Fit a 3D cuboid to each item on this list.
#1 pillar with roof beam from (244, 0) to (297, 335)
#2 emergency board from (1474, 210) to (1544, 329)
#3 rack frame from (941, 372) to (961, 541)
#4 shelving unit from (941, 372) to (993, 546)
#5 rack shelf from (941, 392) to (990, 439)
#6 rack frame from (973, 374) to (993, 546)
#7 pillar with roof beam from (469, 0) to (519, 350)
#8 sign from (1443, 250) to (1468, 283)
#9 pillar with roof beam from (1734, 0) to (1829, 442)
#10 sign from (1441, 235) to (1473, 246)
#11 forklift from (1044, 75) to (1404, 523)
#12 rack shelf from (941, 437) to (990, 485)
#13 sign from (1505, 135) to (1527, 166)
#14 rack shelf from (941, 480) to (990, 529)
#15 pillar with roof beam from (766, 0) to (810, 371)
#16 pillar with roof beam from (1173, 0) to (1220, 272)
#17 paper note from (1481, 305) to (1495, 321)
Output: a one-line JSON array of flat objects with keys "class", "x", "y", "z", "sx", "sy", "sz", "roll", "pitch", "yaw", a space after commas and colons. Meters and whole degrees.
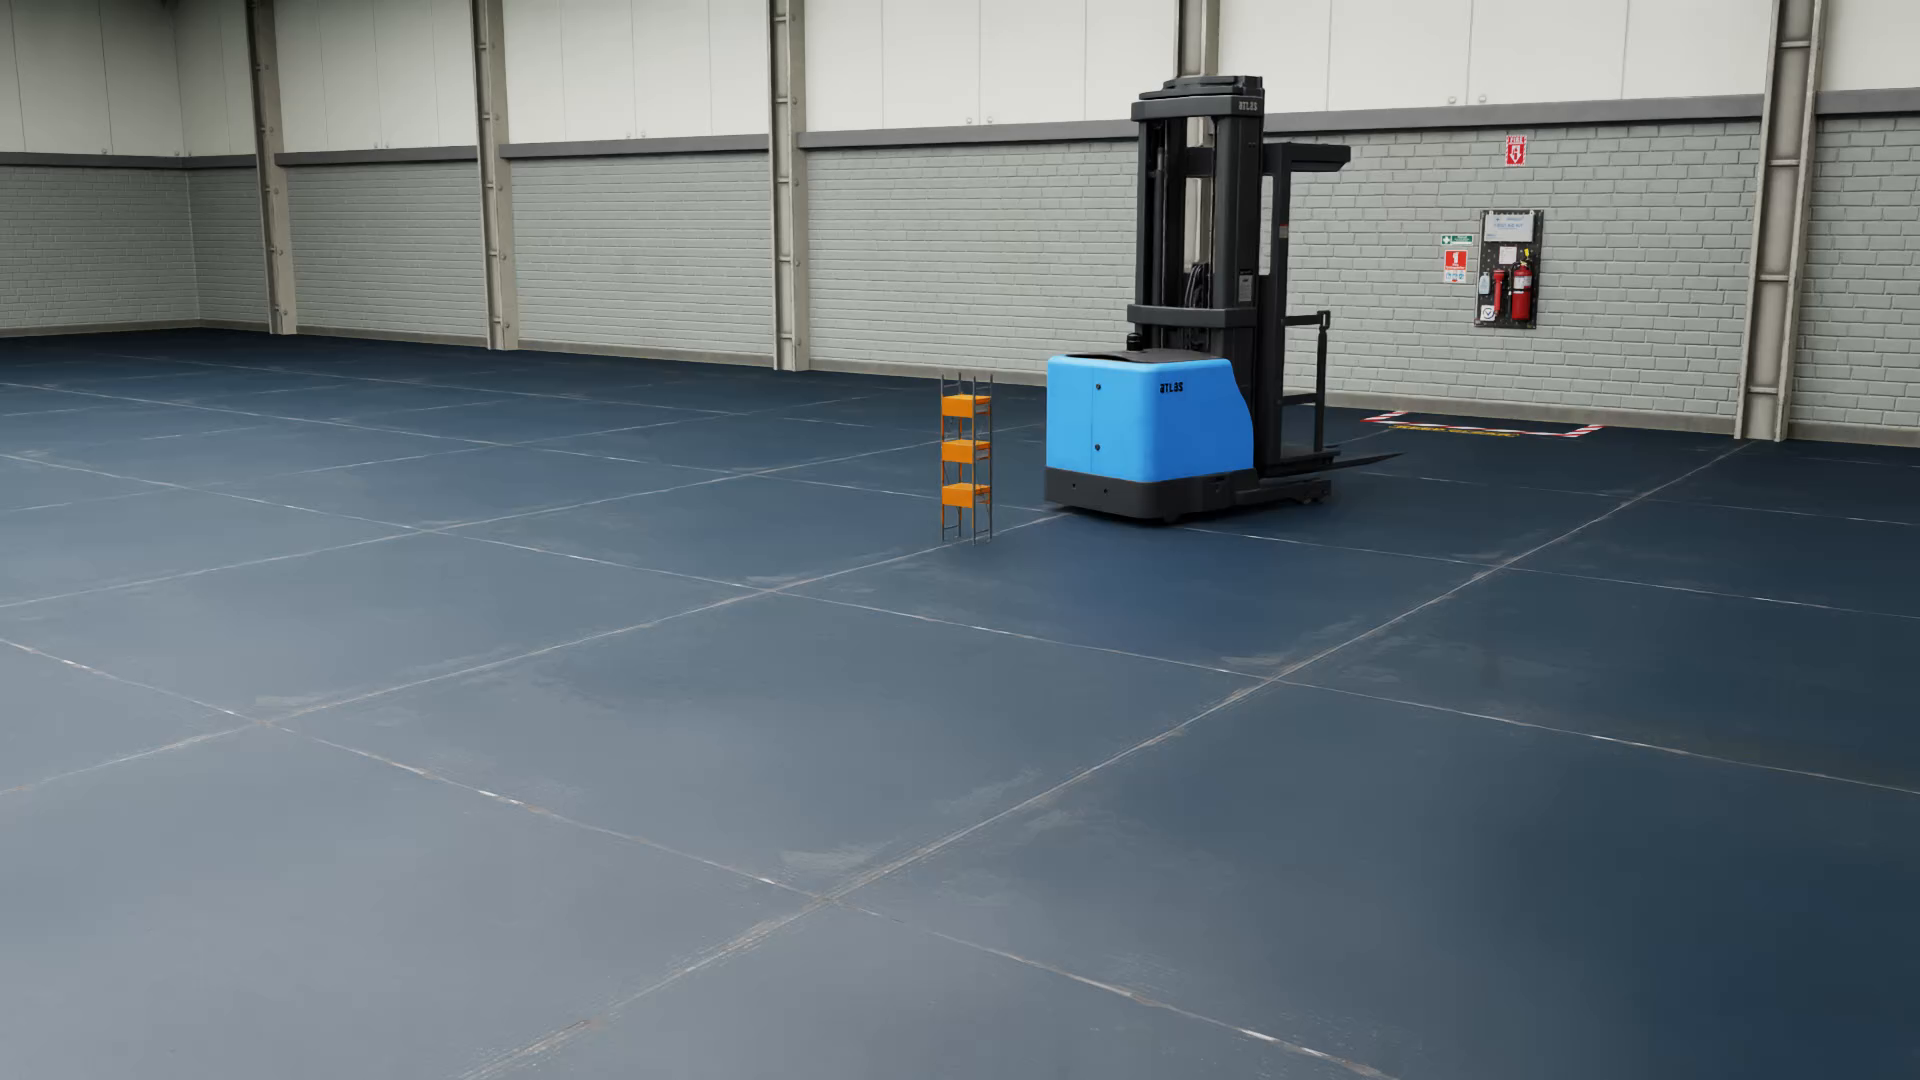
[{"class": "pillar with roof beam", "x": -14.478, "y": -7.400, "z": 25.087, "sx": 0.400, "sy": 9.000, "sz": 9.100, "roll": 8, "pitch": 13, "yaw": 36}, {"class": "emergency board", "x": 5.445, "y": -2.699, "z": 16.583, "sx": 0.643, "sy": 1.169, "sz": 0.194, "roll": 8, "pitch": 13, "yaw": 36}, {"class": "rack frame", "x": -0.055, "y": -0.523, "z": 10.470, "sx": 0.008, "sy": 1.050, "sz": 0.200, "roll": 8, "pitch": 13, "yaw": 36}, {"class": "shelving unit", "x": 0.043, "y": -0.509, "z": 10.399, "sx": 0.252, "sy": 1.050, "sz": 0.215, "roll": 8, "pitch": 13, "yaw": 36}, {"class": "rack shelf", "x": 0.043, "y": -0.778, "z": 10.347, "sx": 0.240, "sy": 0.259, "sz": 0.215, "roll": 8, "pitch": 13, "yaw": 36}, {"class": "rack frame", "x": 0.141, "y": -0.496, "z": 10.328, "sx": 0.008, "sy": 1.050, "sz": 0.200, "roll": 8, "pitch": 13, "yaw": 36}, {"class": "pillar with roof beam", "x": -9.642, "y": -6.725, "z": 21.600, "sx": 0.400, "sy": 9.000, "sz": 9.100, "roll": 8, "pitch": 13, "yaw": 36}, {"class": "sign", "x": 5.060, "y": -2.794, "z": 16.982, "sx": 0.234, "sy": 0.329, "sz": 0.001, "roll": 8, "pitch": 13, "yaw": 36}, {"class": "pillar with roof beam", "x": 4.866, "y": -4.701, "z": 11.140, "sx": 0.400, "sy": 9.000, "sz": 9.100, "roll": 8, "pitch": 13, "yaw": 36}, {"class": "sign", "x": 5.058, "y": -3.053, "z": 16.922, "sx": 0.331, "sy": 0.109, "sz": 0.001, "roll": 8, "pitch": 13, "yaw": 36}, {"class": "forklift", "x": 2.045, "y": -1.758, "z": 11.902, "sx": 3.031, "sy": 2.935, "sz": 1.130, "roll": -9, "pitch": 14, "yaw": -39}, {"class": "rack shelf", "x": 0.043, "y": -0.499, "z": 10.401, "sx": 0.240, "sy": 0.259, "sz": 0.215, "roll": 8, "pitch": 13, "yaw": 36}, {"class": "sign", "x": 5.497, "y": -3.853, "z": 16.446, "sx": 0.199, "sy": 0.298, "sz": 0.001, "roll": 8, "pitch": 13, "yaw": 36}, {"class": "rack shelf", "x": 0.043, "y": -0.226, "z": 10.454, "sx": 0.240, "sy": 0.259, "sz": 0.215, "roll": 8, "pitch": 13, "yaw": 36}, {"class": "pillar with roof beam", "x": -4.806, "y": -6.051, "z": 18.113, "sx": 0.400, "sy": 9.000, "sz": 9.100, "roll": 8, "pitch": 13, "yaw": 36}, {"class": "pillar with roof beam", "x": 0.030, "y": -5.376, "z": 14.627, "sx": 0.400, "sy": 9.000, "sz": 9.100, "roll": 8, "pitch": 13, "yaw": 36}, {"class": "paper note", "x": 5.343, "y": -2.297, "z": 16.824, "sx": 0.142, "sy": 0.148, "sz": 0.016, "roll": 8, "pitch": 13, "yaw": 36}]
